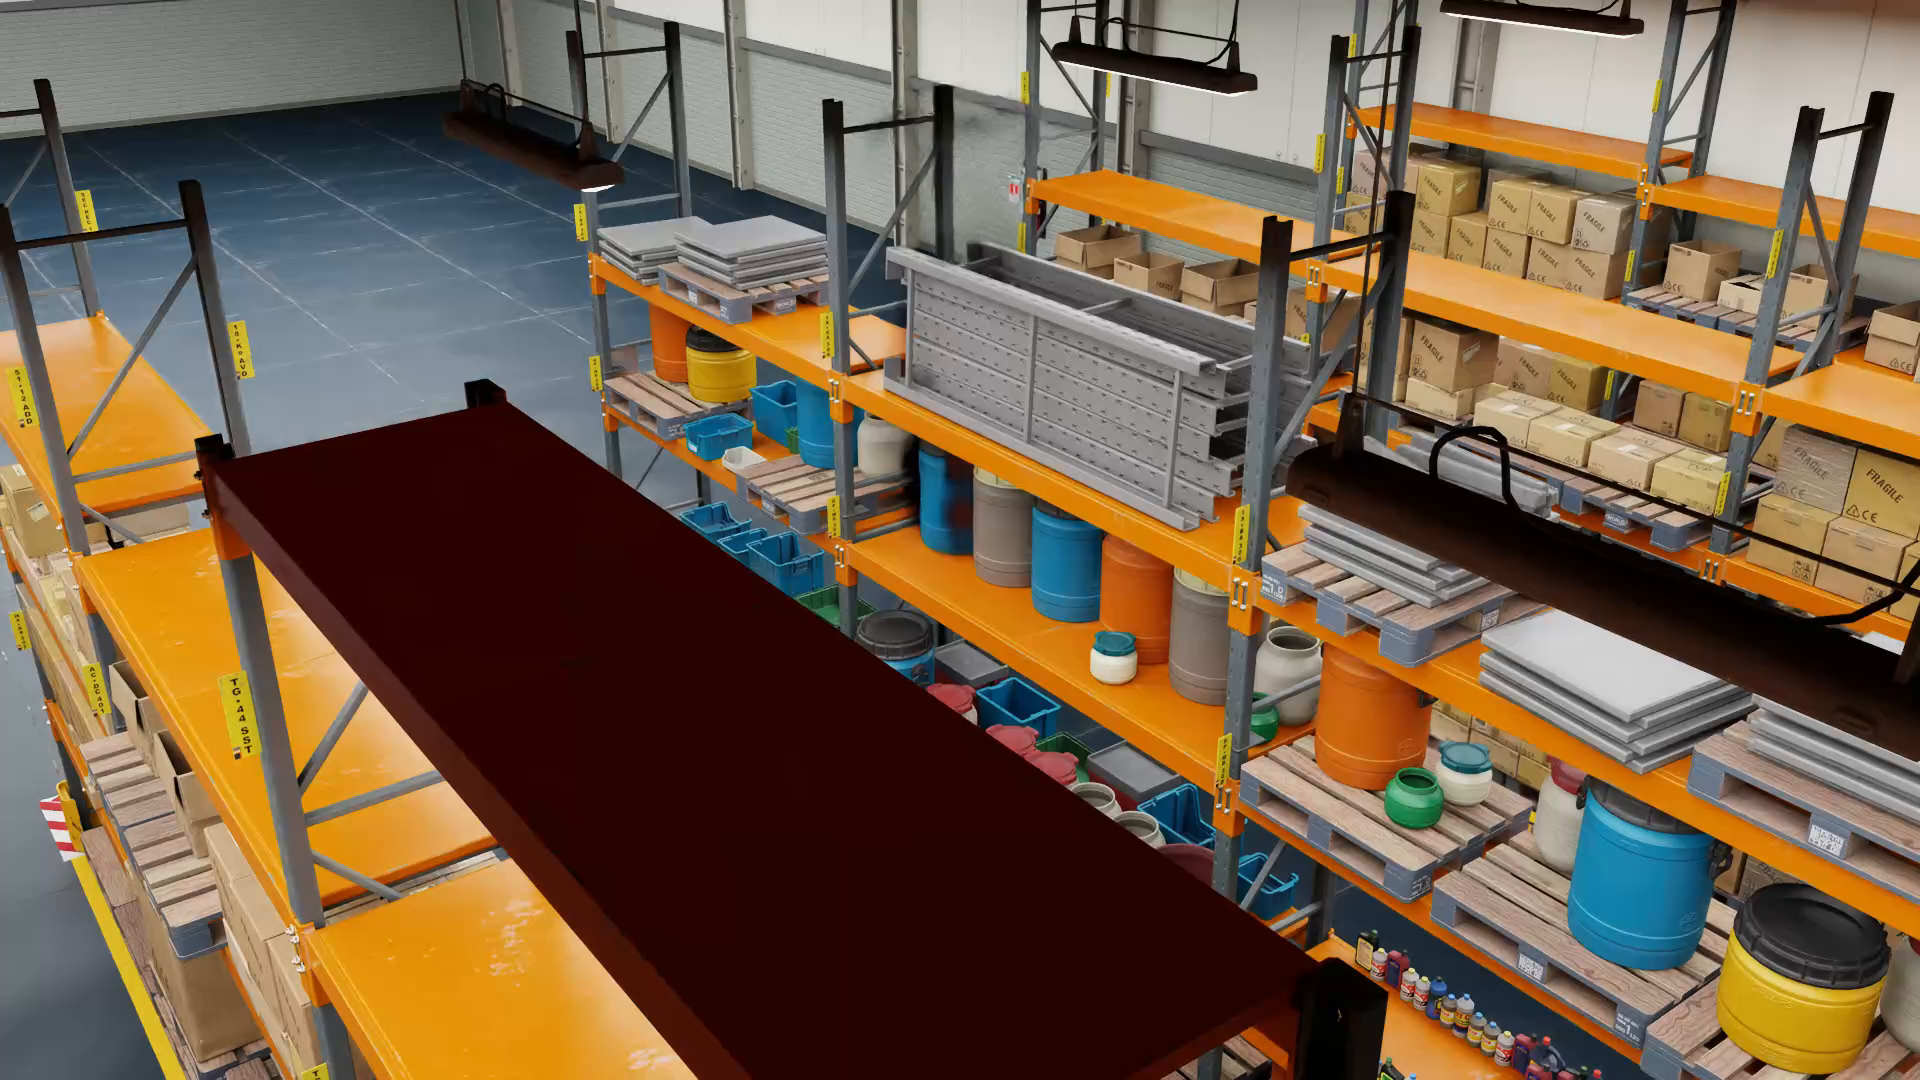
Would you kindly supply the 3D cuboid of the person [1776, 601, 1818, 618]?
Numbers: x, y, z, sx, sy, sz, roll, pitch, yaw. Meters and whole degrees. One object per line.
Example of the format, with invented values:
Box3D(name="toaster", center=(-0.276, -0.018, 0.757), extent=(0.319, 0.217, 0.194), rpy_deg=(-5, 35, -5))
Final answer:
Box3D(name="person", center=(7.513, 0.927, 14.997), extent=(0.903, 1.662, 0.608), rpy_deg=(19, 31, 36))
